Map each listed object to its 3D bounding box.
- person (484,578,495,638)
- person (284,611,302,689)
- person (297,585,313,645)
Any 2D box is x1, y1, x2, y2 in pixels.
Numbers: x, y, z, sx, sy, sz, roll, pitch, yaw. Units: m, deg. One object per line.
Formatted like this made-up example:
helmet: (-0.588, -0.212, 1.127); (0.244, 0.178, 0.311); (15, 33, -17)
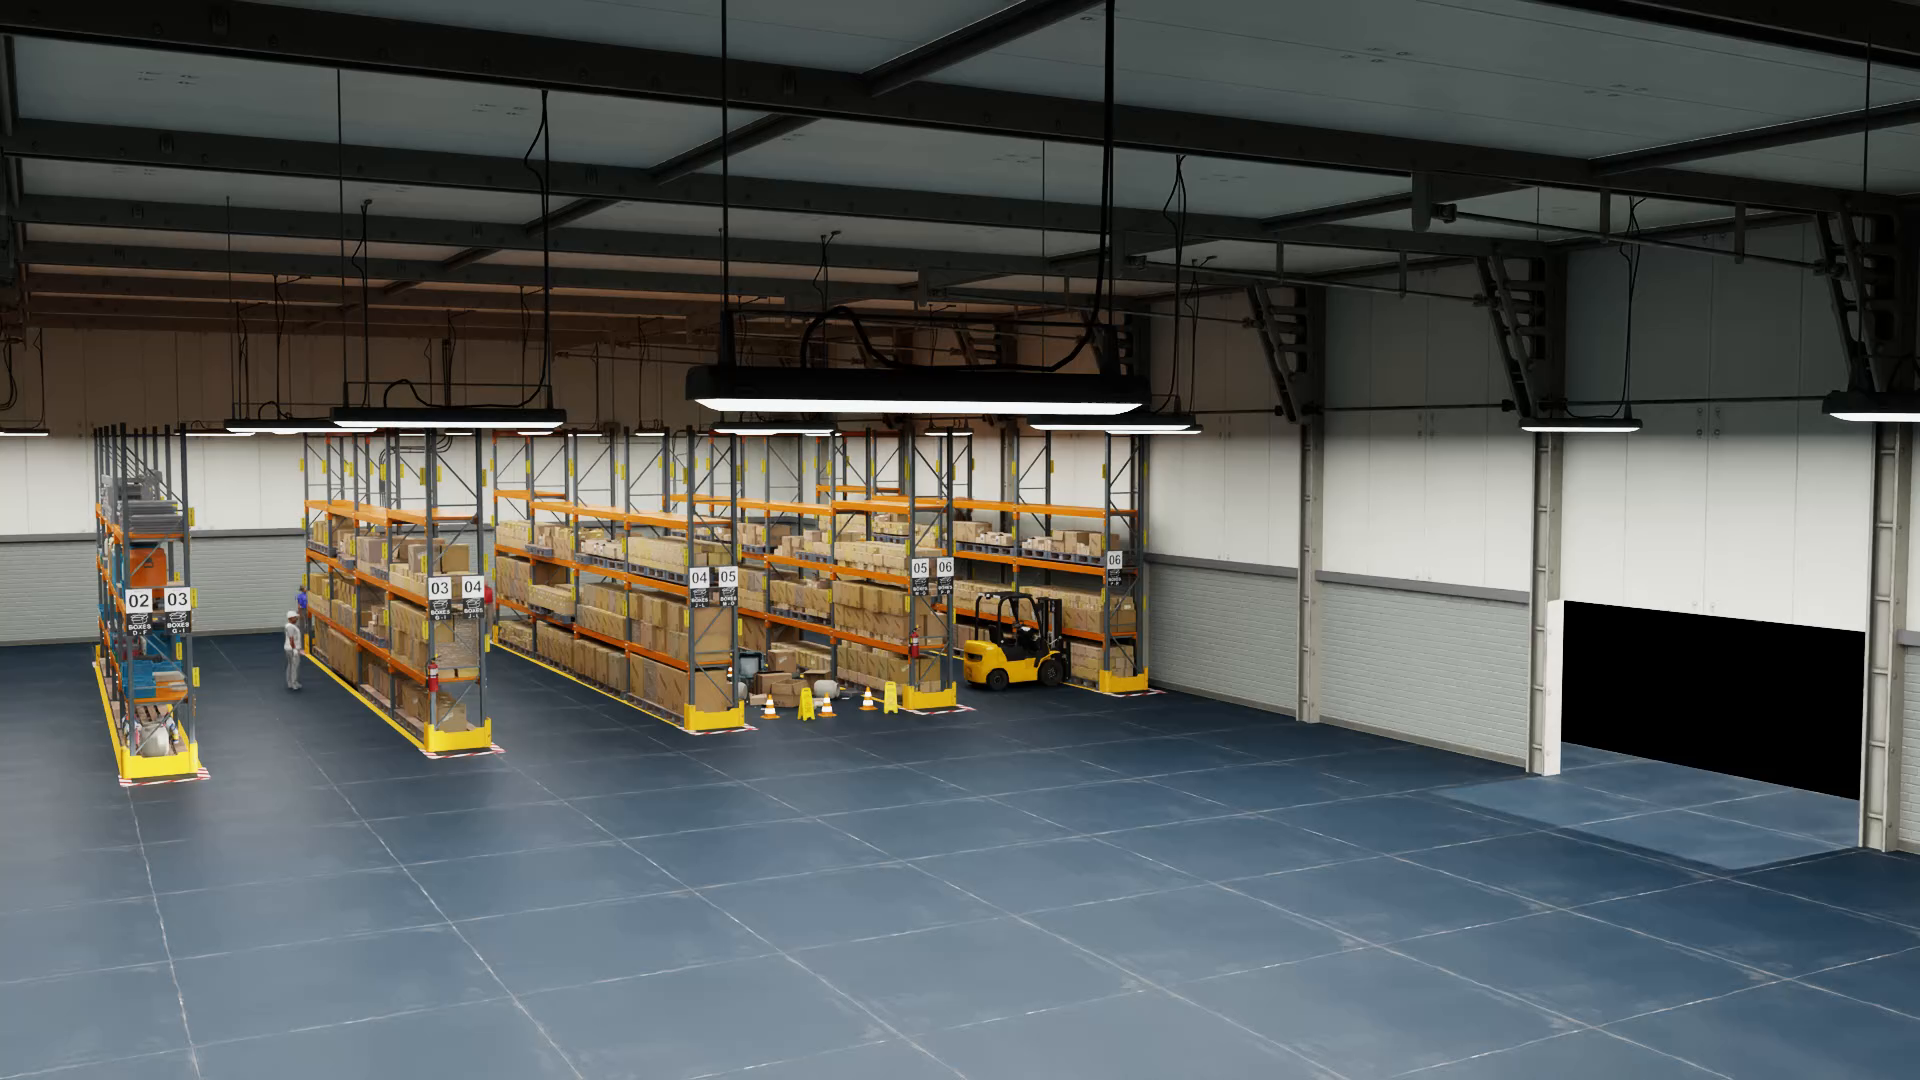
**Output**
person: (-13.673, 1.964, 47.944); (0.578, 1.732, 0.433); (-2, 4, -33)
person: (-15.294, 2.516, 38.173); (0.426, 1.791, 0.573); (-3, 5, -40)
person: (-18.347, 2.084, 46.680); (0.407, 1.671, 0.492); (3, 5, 40)
